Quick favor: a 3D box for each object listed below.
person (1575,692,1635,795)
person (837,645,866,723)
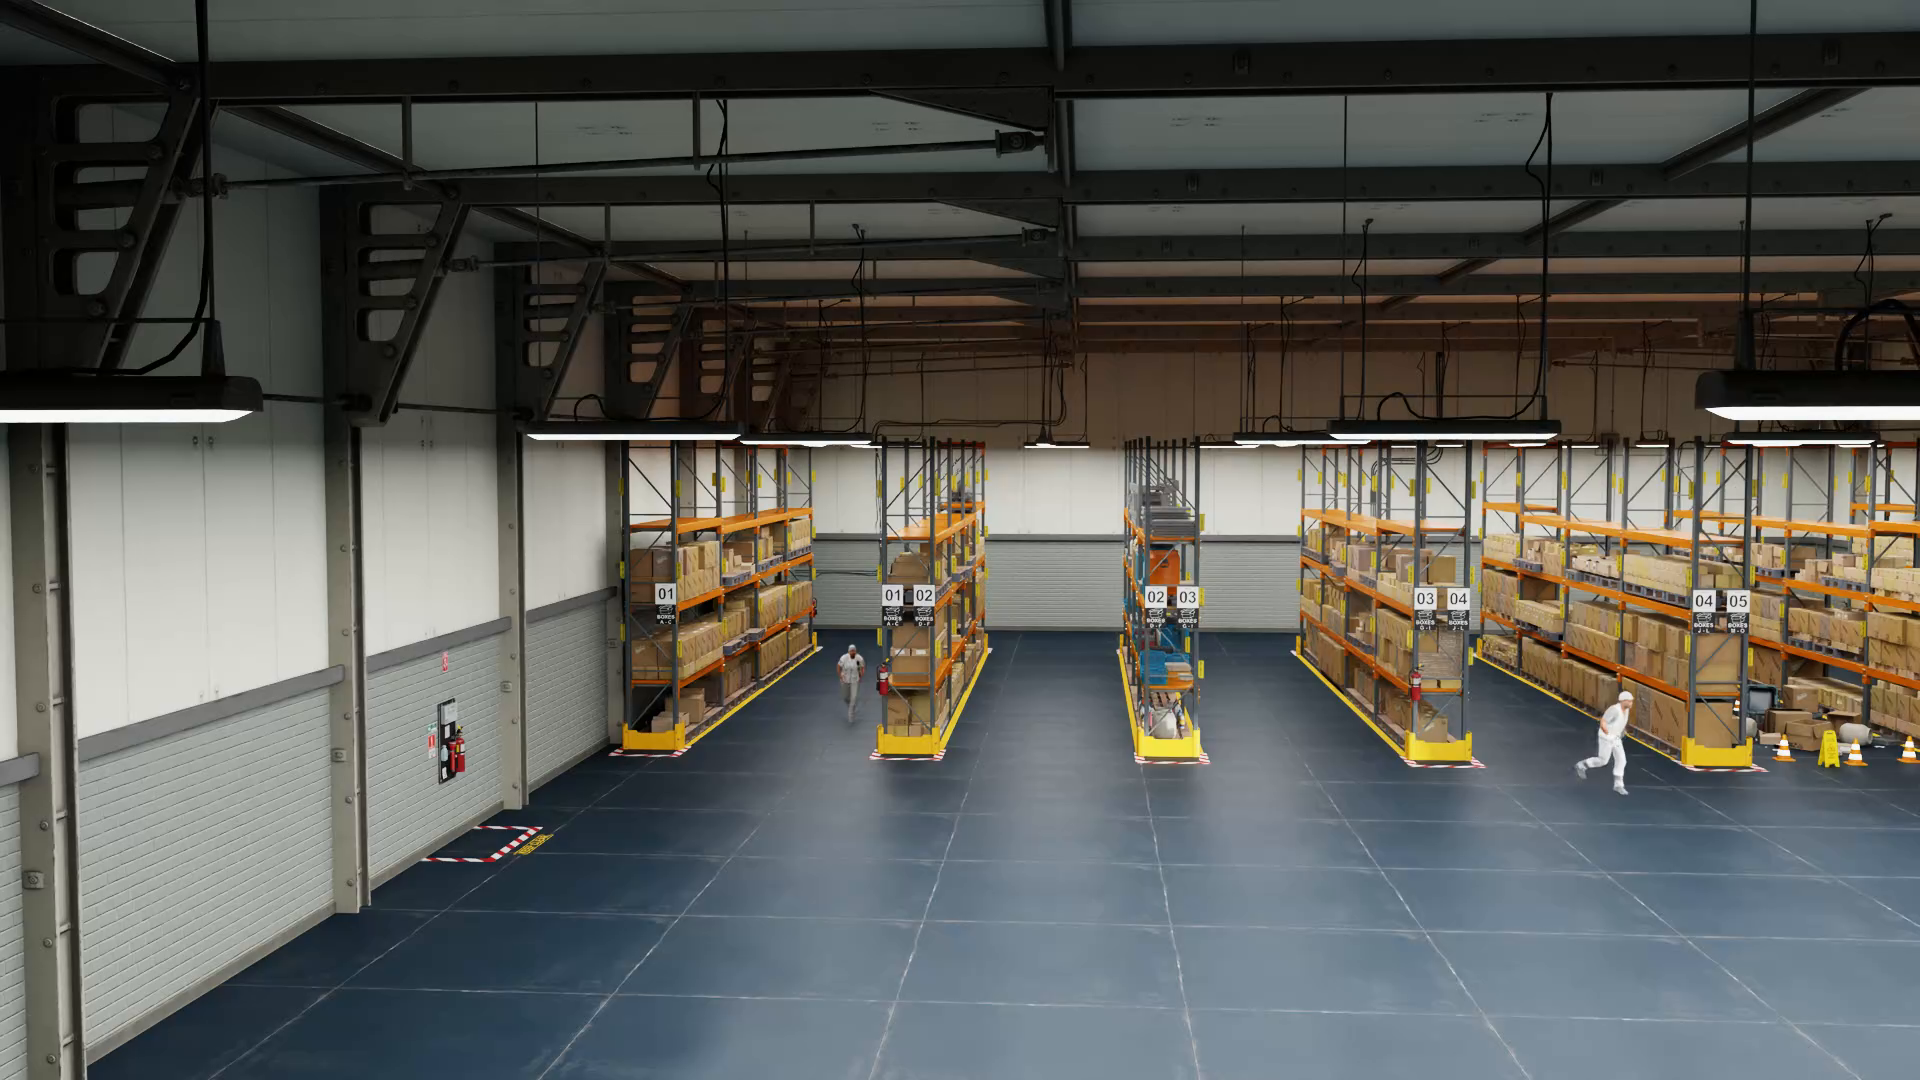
[{"bbox_3d":[10.885,3.383,28.061,1.021,1.729,0.649,3,4,44],"label":"person"},{"bbox_3d":[-2.316,3.038,35.476,0.606,1.663,0.921,0,3,-2],"label":"person"}]
